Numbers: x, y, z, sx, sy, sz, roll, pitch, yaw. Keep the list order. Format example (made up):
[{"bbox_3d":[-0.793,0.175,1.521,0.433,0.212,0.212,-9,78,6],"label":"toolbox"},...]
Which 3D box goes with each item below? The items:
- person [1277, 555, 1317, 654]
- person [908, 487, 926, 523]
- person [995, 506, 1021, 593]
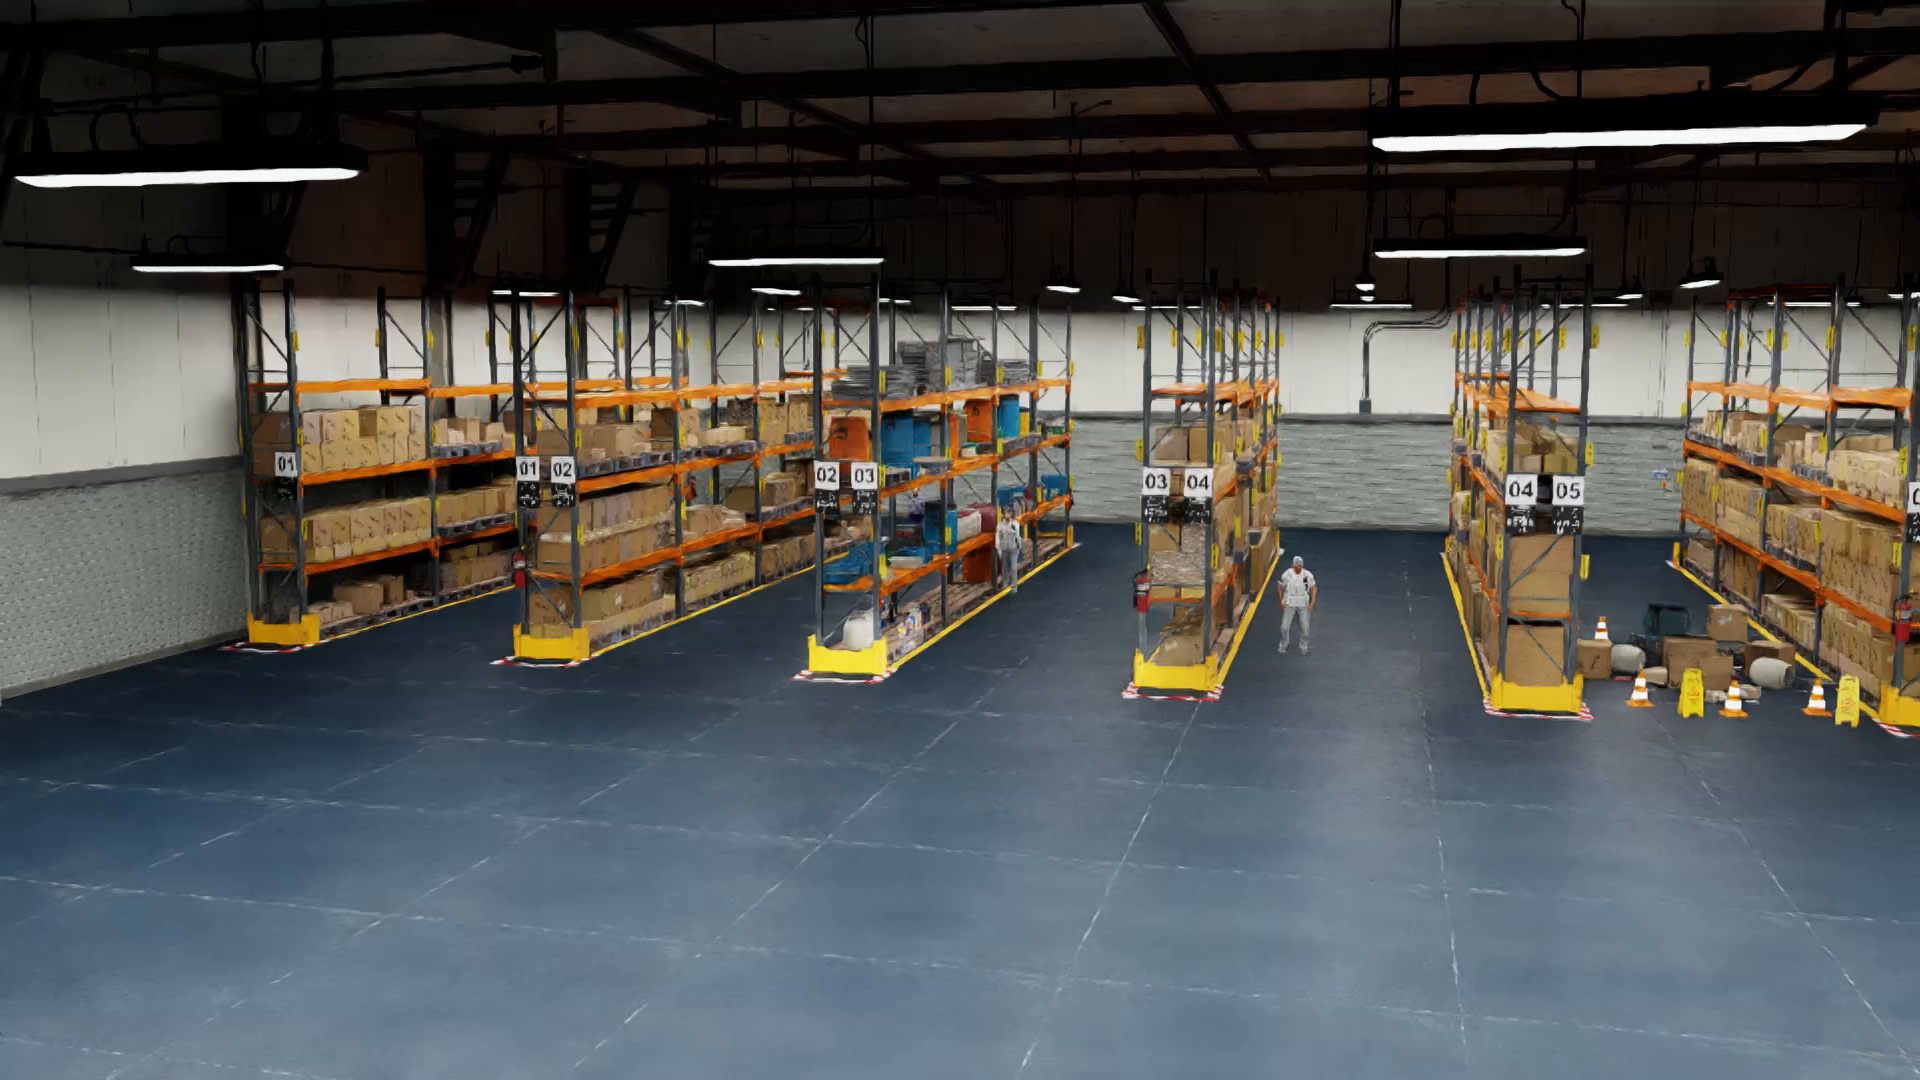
[{"bbox_3d":[5.376,1.033,26.568,0.625,1.611,0.582,1,7,12],"label":"person"},{"bbox_3d":[-1.018,-0.540,39.633,0.491,1.590,0.981,2,7,13],"label":"person"},{"bbox_3d":[0.895,0.158,31.257,0.483,1.620,0.995,1,7,5],"label":"person"}]
